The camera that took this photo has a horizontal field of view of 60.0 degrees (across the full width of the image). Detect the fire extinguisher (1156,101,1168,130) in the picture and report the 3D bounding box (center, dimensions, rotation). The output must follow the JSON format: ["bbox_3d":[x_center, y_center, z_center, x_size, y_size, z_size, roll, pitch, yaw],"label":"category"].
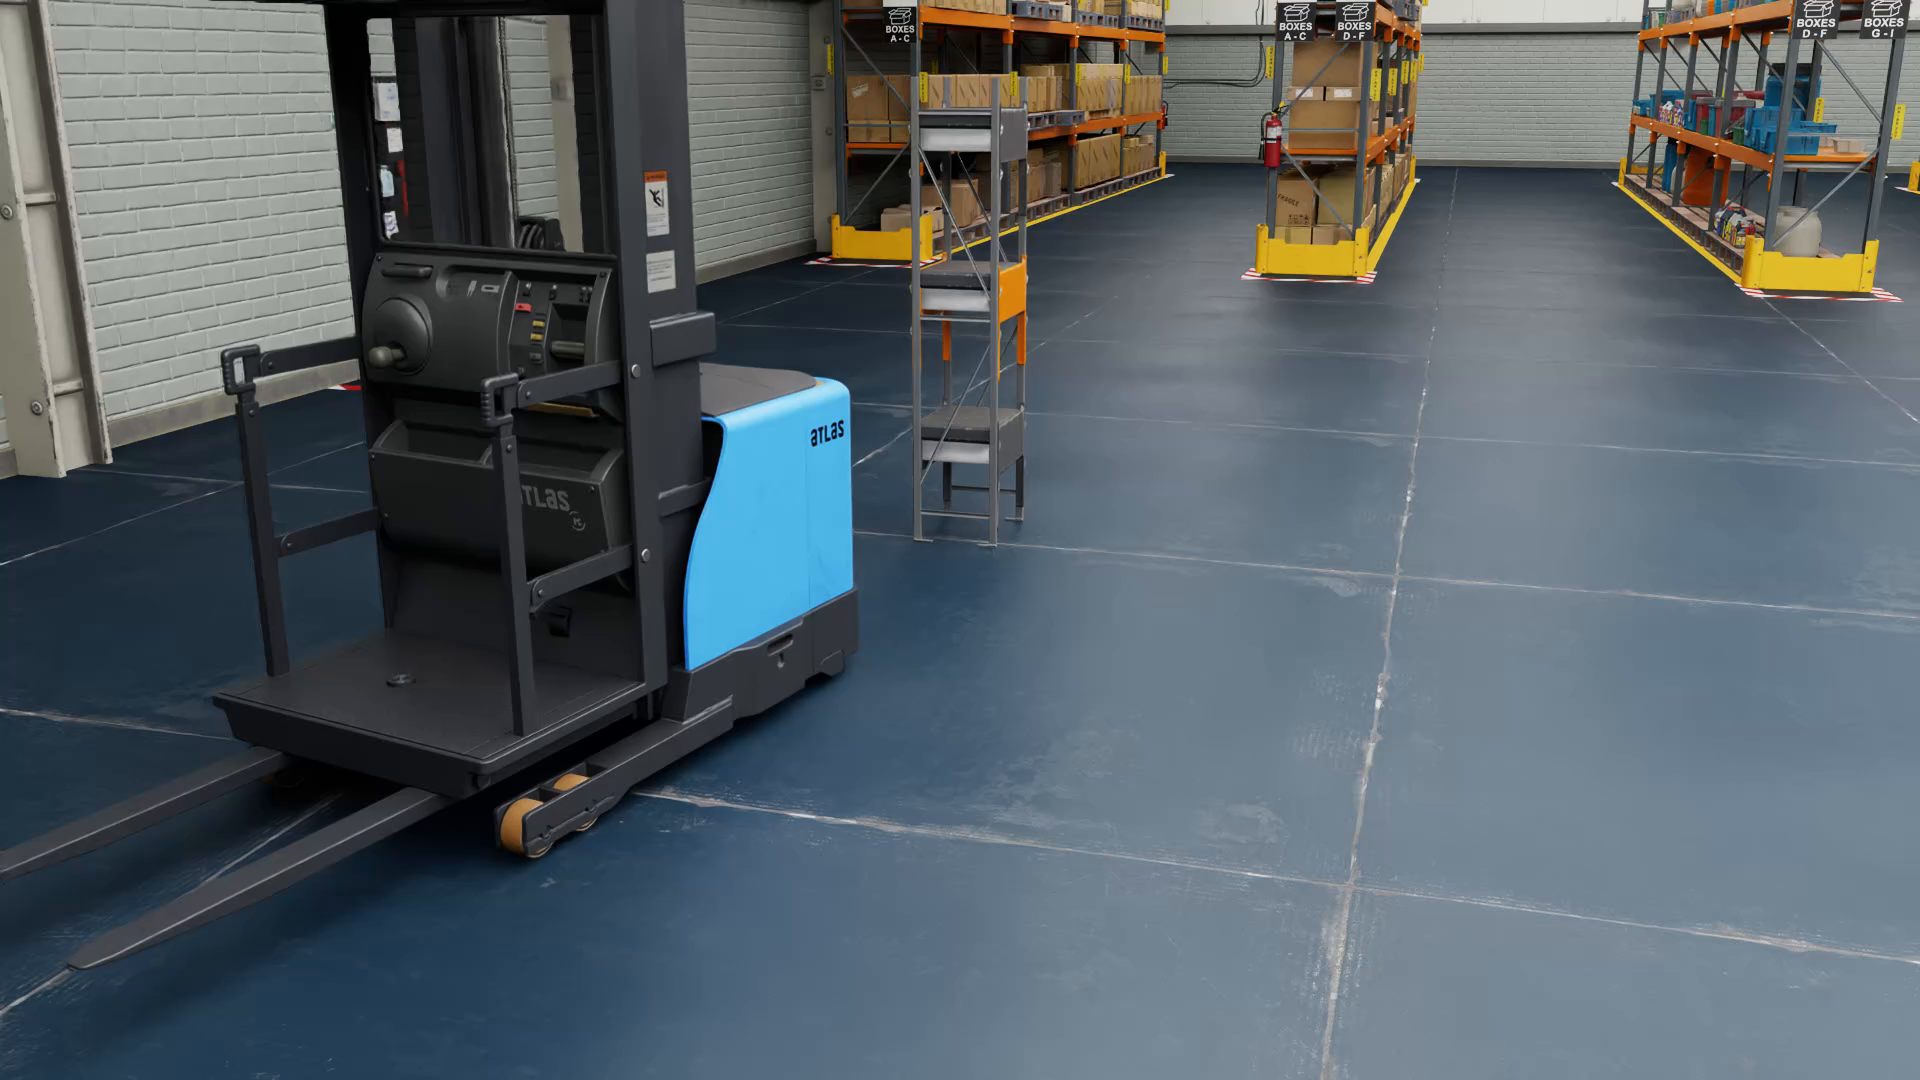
[{"bbox_3d":[4.096,-8.706,33.852,0.296,0.674,0.183,5,16,16],"label":"fire extinguisher"}]

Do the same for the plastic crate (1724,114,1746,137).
[{"bbox_3d":[9.428,-4.854,19.561,0.767,0.338,0.504,5,16,16],"label":"plastic crate"}]

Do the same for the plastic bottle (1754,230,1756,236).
[{"bbox_3d":[8.926,-3.440,18.783,0.097,0.201,0.097,0,16,0],"label":"plastic bottle"}]

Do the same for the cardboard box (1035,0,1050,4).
[{"bbox_3d":[0.880,-7.997,24.802,0.797,0.503,0.637,7,17,24],"label":"cardboard box"}]

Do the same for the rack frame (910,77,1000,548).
[{"bbox_3d":[-0.022,-0.990,7.470,0.400,2.100,0.015,5,16,16],"label":"rack frame"}]

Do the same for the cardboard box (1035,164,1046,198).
[{"bbox_3d":[0.925,-5.517,25.558,0.700,0.500,0.500,5,16,16],"label":"cardboard box"}]

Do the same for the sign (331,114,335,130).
[{"bbox_3d":[-4.257,-2.906,11.541,0.001,0.109,0.331,5,16,16],"label":"sign"}]

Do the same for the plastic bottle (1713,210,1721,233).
[{"bbox_3d":[9.188,-3.861,20.139,0.097,0.271,0.097,0,16,0],"label":"plastic bottle"}]

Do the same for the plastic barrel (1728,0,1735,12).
[{"bbox_3d":[9.635,-6.845,20.051,0.600,0.901,0.708,5,16,16],"label":"plastic barrel"}]

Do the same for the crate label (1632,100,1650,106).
[{"bbox_3d":[12.723,-8.060,30.946,0.416,0.233,0.303,5,16,16],"label":"crate label"}]

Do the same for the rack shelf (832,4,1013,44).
[{"bbox_3d":[-0.368,-6.353,20.553,1.077,0.370,4.000,5,16,16],"label":"rack shelf"}]

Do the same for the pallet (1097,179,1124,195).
[{"bbox_3d":[2.327,-6.323,29.736,1.003,0.211,1.213,5,16,16],"label":"pallet"}]

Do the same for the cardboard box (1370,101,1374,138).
[{"bbox_3d":[4.831,-5.328,20.933,0.700,0.500,0.500,4,16,14],"label":"cardboard box"}]

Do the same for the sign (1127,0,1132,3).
[{"bbox_3d":[2.997,-9.676,29.426,0.100,0.325,0.005,5,16,16],"label":"sign"}]

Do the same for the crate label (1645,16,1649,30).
[{"bbox_3d":[12.537,-9.306,29.917,0.408,0.251,0.502,5,16,16],"label":"crate label"}]

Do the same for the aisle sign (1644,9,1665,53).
[{"bbox_3d":[12.845,-9.443,30.862,0.394,0.787,0.004,5,16,16],"label":"aisle sign"}]

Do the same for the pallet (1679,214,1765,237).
[{"bbox_3d":[10.230,-4.199,22.245,1.003,0.211,1.213,5,16,16],"label":"pallet"}]

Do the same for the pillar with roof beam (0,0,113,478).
[{"bbox_3d":[-0.850,-4.396,6.837,9.100,9.000,0.400,5,16,16],"label":"pillar with roof beam"}]

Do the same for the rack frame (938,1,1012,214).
[{"bbox_3d":[0.200,-5.780,22.709,1.000,3.000,0.127,5,16,16],"label":"rack frame"}]

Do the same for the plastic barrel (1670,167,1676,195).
[{"bbox_3d":[11.354,-5.642,26.015,0.421,0.512,0.421,0,16,0],"label":"plastic barrel"}]

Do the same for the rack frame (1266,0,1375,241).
[{"bbox_3d":[3.814,-4.350,17.669,1.000,3.000,0.127,5,16,16],"label":"rack frame"}]

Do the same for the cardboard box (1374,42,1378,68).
[{"bbox_3d":[4.831,-5.952,20.756,0.700,0.500,0.500,5,17,16],"label":"cardboard box"}]

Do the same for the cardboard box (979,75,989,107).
[{"bbox_3d":[0.073,-5.668,21.180,0.500,0.500,0.500,4,16,14],"label":"cardboard box"}]

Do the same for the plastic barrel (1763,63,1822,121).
[{"bbox_3d":[10.099,-5.330,20.206,0.600,0.901,0.708,5,16,16],"label":"plastic barrel"}]

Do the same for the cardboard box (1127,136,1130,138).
[{"bbox_3d":[3.136,-7.890,32.772,0.380,0.149,0.250,5,17,16],"label":"cardboard box"}]

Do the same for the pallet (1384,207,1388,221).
[{"bbox_3d":[5.816,-4.889,24.679,1.003,0.211,1.213,5,16,16],"label":"pallet"}]

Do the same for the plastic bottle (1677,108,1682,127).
[{"bbox_3d":[10.713,-6.275,24.691,0.097,0.271,0.097,0,16,0],"label":"plastic bottle"}]

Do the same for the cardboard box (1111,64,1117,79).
[{"bbox_3d":[2.432,-8.159,28.959,0.500,0.250,0.500,5,17,17],"label":"cardboard box"}]

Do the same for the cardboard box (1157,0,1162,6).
[{"bbox_3d":[3.664,-10.688,32.466,0.500,0.500,0.500,5,16,16],"label":"cardboard box"}]

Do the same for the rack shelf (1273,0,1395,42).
[{"bbox_3d":[4.382,-5.970,19.202,1.077,0.370,4.000,5,16,16],"label":"rack shelf"}]

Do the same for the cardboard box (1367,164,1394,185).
[{"bbox_3d":[6.175,-5.436,24.739,0.500,0.311,0.500,5,17,17],"label":"cardboard box"}]

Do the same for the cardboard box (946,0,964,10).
[{"bbox_3d":[-0.271,-6.576,19.799,0.500,0.500,0.500,5,17,18],"label":"cardboard box"}]

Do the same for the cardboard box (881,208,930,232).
[{"bbox_3d":[-0.654,-3.825,19.940,0.500,0.311,0.500,3,16,10],"label":"cardboard box"}]

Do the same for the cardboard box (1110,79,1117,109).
[{"bbox_3d":[2.449,-7.799,29.063,0.500,0.500,0.500,5,17,16],"label":"cardboard box"}]

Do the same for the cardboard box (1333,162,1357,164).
[{"bbox_3d":[6.128,-5.715,26.256,0.500,0.500,0.500,5,17,18],"label":"cardboard box"}]

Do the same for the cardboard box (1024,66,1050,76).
[{"bbox_3d":[1.190,-7.220,25.609,0.380,0.149,0.250,2,16,7],"label":"cardboard box"}]

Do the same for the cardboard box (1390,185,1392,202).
[{"bbox_3d":[6.172,-5.166,24.814,0.500,0.250,0.500,5,17,17],"label":"cardboard box"}]

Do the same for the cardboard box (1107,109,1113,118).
[{"bbox_3d":[2.464,-7.445,29.005,0.380,0.149,0.250,5,16,16],"label":"cardboard box"}]

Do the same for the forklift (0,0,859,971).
[{"bbox_3d":[-1.516,-0.655,4.767,1.130,2.935,3.031,8,18,27],"label":"forklift"}]

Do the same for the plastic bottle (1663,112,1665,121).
[{"bbox_3d":[11.285,-6.768,26.557,0.097,0.201,0.097,0,16,0],"label":"plastic bottle"}]

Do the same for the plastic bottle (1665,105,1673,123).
[{"bbox_3d":[11.212,-6.711,26.220,0.152,0.276,0.135,5,16,16],"label":"plastic bottle"}]

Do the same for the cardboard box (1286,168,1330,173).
[{"bbox_3d":[4.235,-4.278,20.309,0.500,0.500,0.500,5,16,16],"label":"cardboard box"}]

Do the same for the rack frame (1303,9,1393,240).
[{"bbox_3d":[4.951,-5.396,21.358,1.000,3.000,0.127,5,16,16],"label":"rack frame"}]

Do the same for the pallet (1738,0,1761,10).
[{"bbox_3d":[9.587,-6.167,18.925,1.213,0.211,1.003,5,16,16],"label":"pallet"}]

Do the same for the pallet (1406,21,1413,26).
[{"bbox_3d":[6.680,-8.405,26.814,1.213,0.211,1.003,5,16,16],"label":"pallet"}]

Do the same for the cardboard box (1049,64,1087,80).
[{"bbox_3d":[1.721,-7.494,26.614,0.500,0.250,0.500,5,17,17],"label":"cardboard box"}]

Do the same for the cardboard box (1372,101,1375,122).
[{"bbox_3d":[5.334,-5.782,22.534,0.500,0.500,0.500,6,17,20],"label":"cardboard box"}]

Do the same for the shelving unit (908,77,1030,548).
[{"bbox_3d":[0.047,-1.053,7.696,0.431,2.100,0.503,5,16,16],"label":"shelving unit"}]

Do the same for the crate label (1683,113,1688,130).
[{"bbox_3d":[10.356,-5.896,23.427,0.303,0.233,0.416,5,16,16],"label":"crate label"}]

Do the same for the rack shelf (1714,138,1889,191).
[{"bbox_3d":[9.130,-4.142,18.254,1.077,0.370,4.000,5,16,16],"label":"rack shelf"}]

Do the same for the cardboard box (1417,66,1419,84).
[{"bbox_3d":[8.498,-8.927,31.791,0.500,0.500,0.500,4,16,15],"label":"cardboard box"}]

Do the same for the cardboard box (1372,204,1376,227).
[{"bbox_3d":[5.028,-4.137,21.189,0.500,0.250,0.500,5,16,16],"label":"cardboard box"}]

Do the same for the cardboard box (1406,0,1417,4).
[{"bbox_3d":[7.601,-9.209,28.661,0.500,0.250,0.500,5,16,16],"label":"cardboard box"}]

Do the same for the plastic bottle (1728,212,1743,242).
[{"bbox_3d":[8.844,-3.560,18.933,0.144,0.351,0.185,5,17,18],"label":"plastic bottle"}]

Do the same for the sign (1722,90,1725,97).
[{"bbox_3d":[12.499,-7.194,27.190,0.100,0.325,0.005,5,16,16],"label":"sign"}]
